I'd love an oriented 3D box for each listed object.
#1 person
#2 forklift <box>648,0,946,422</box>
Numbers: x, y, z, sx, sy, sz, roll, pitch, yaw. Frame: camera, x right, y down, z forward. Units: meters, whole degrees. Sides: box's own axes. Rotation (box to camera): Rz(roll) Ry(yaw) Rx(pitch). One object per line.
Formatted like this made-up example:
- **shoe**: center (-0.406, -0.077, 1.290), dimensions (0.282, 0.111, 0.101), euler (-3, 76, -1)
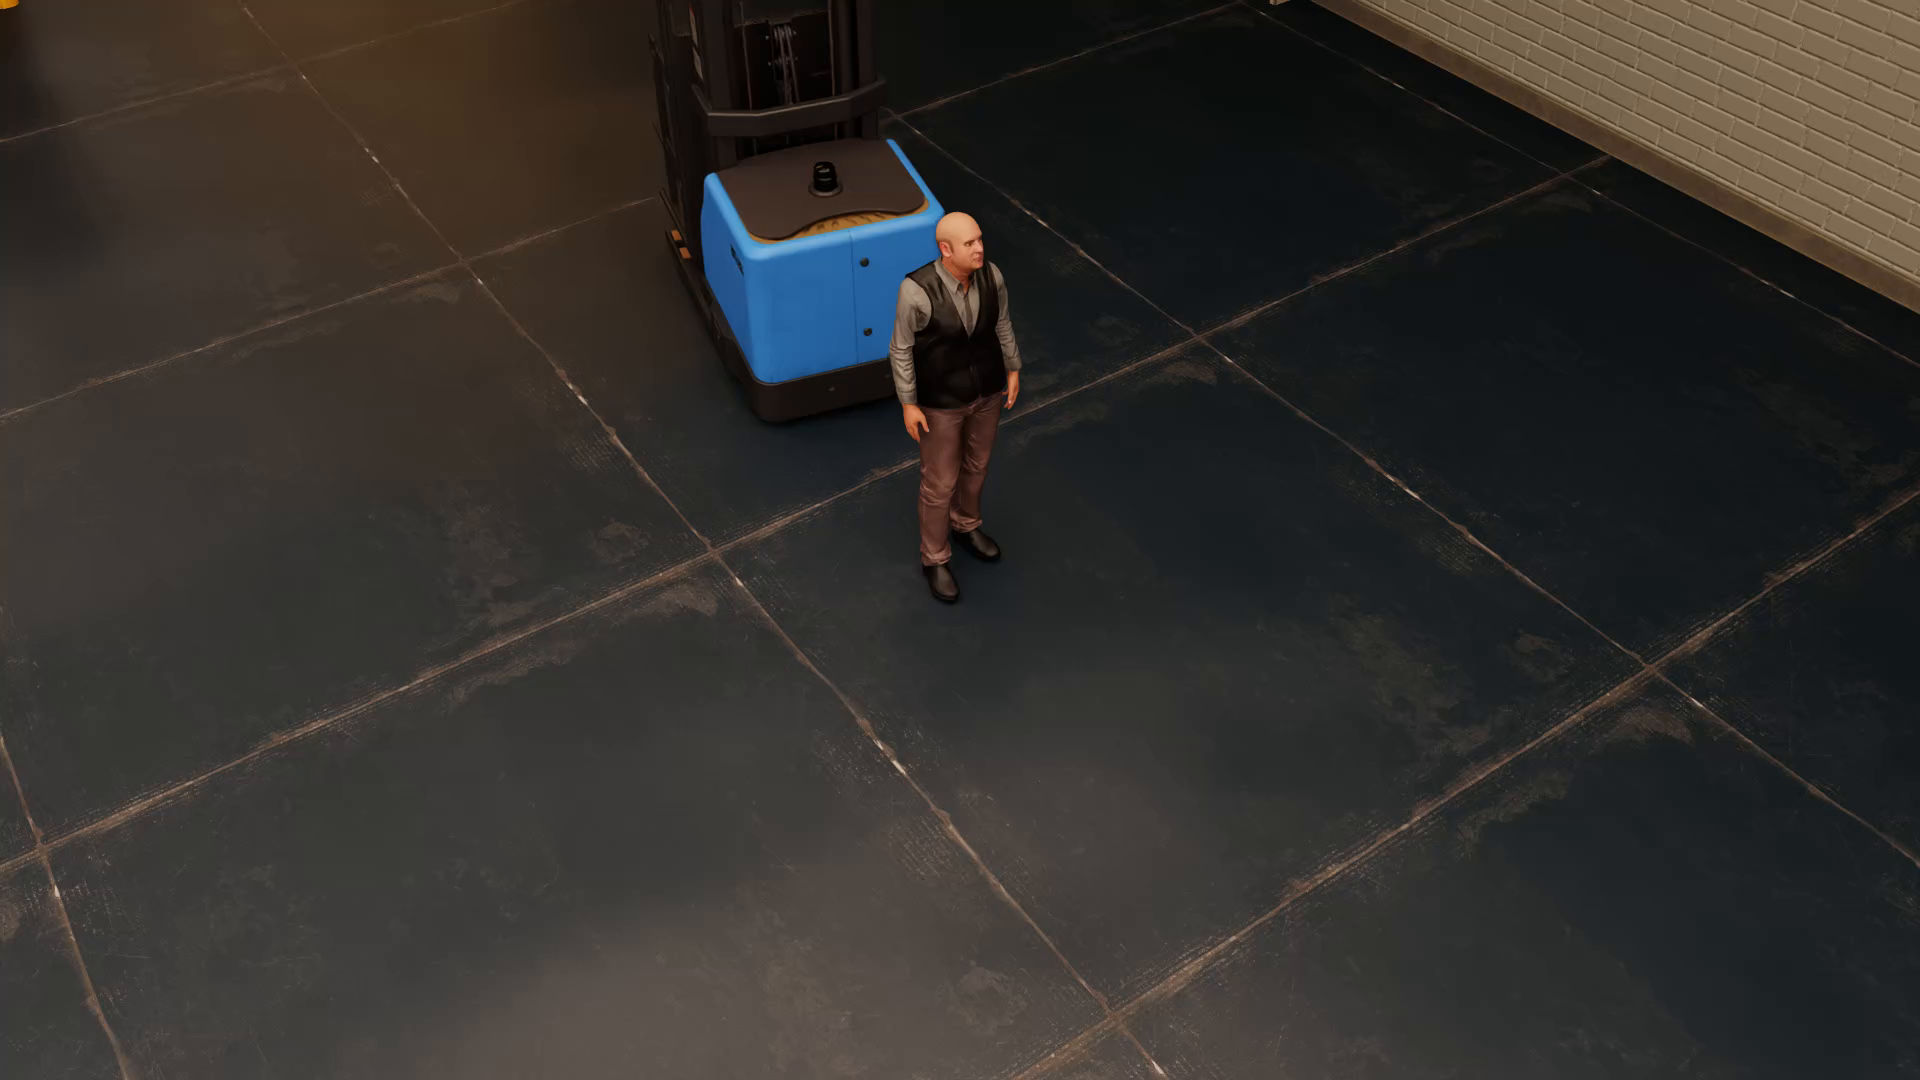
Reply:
- **person**: center (0.029, -0.601, 7.249), dimensions (0.632, 1.720, 0.568), euler (-25, 48, -25)
- **forklift**: center (-1.059, -2.683, 8.627), dimensions (1.130, 2.935, 3.031), euler (-15, 45, -15)
